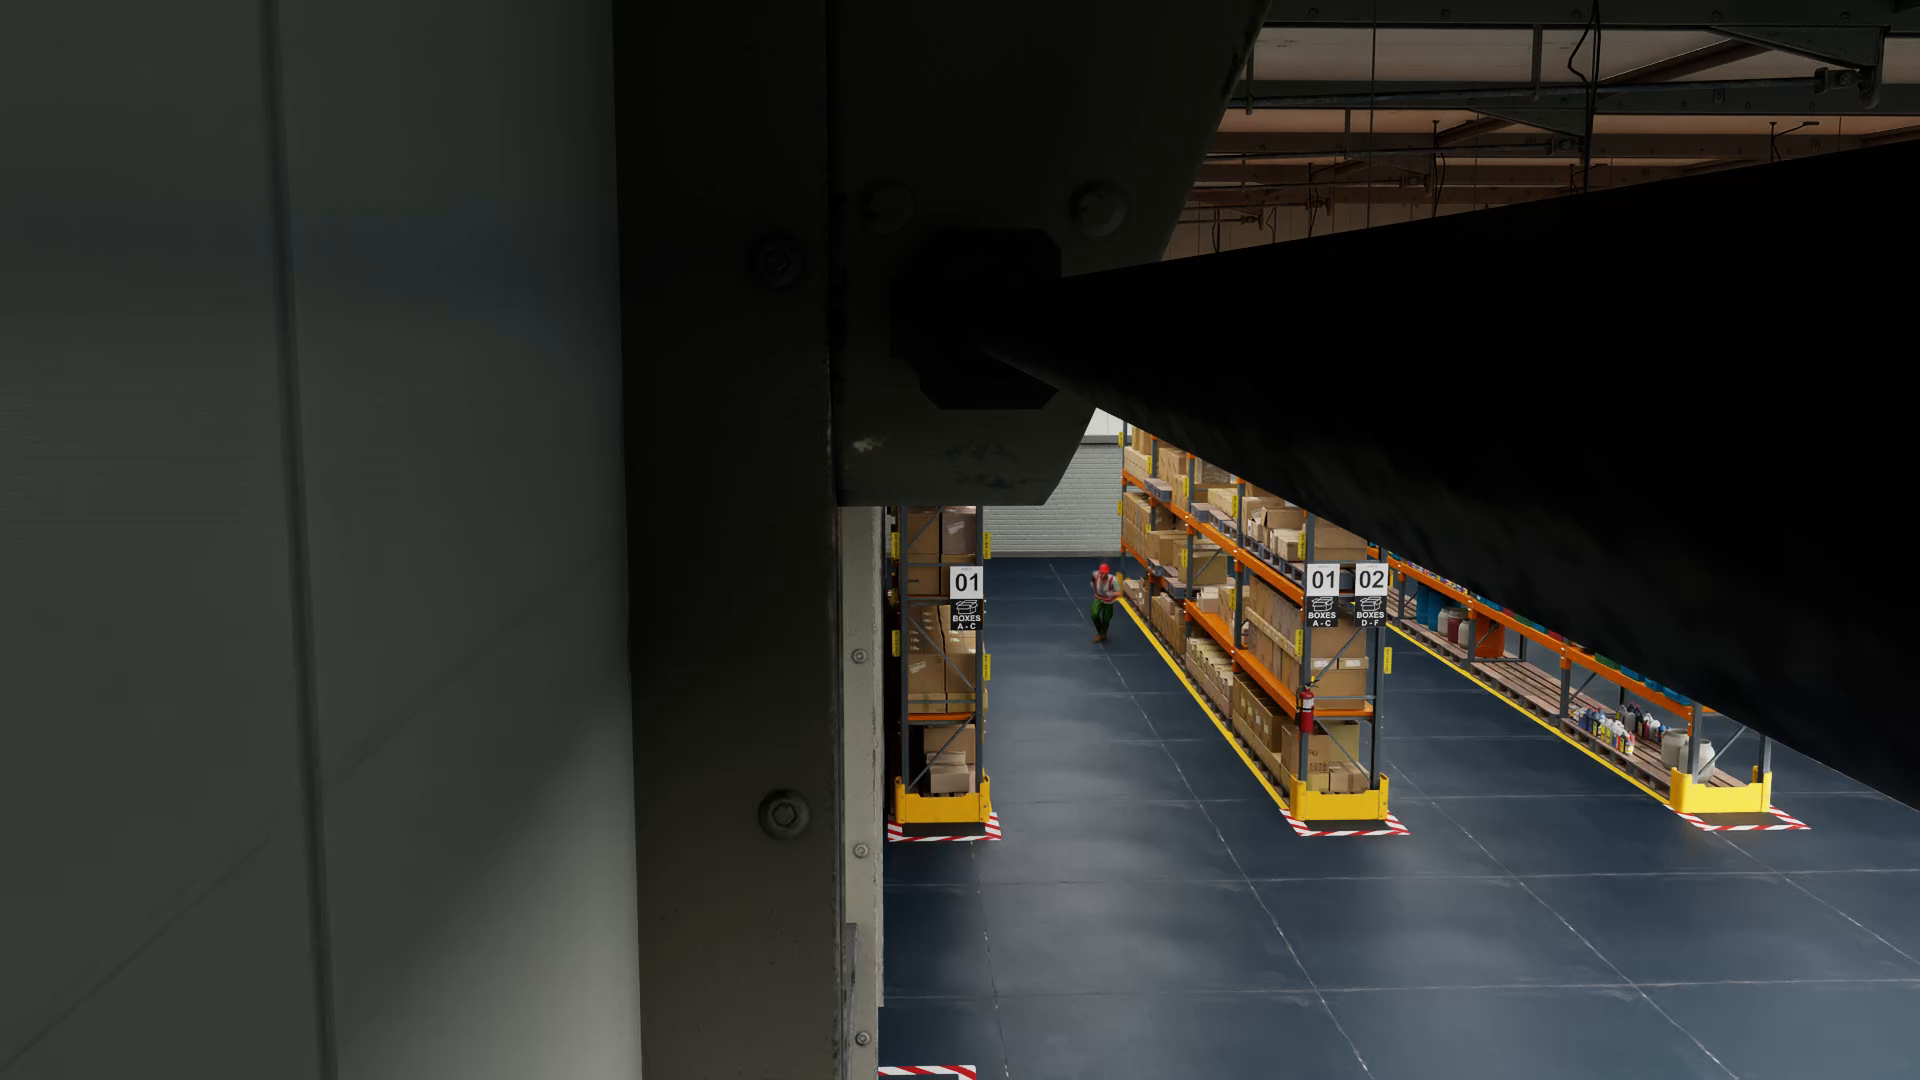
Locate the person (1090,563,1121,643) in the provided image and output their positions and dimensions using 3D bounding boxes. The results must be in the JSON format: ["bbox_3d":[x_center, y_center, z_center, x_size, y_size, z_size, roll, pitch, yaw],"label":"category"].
[{"bbox_3d":[2.719,1.154,31.225,0.659,1.540,1.113,2,8,14],"label":"person"}]
